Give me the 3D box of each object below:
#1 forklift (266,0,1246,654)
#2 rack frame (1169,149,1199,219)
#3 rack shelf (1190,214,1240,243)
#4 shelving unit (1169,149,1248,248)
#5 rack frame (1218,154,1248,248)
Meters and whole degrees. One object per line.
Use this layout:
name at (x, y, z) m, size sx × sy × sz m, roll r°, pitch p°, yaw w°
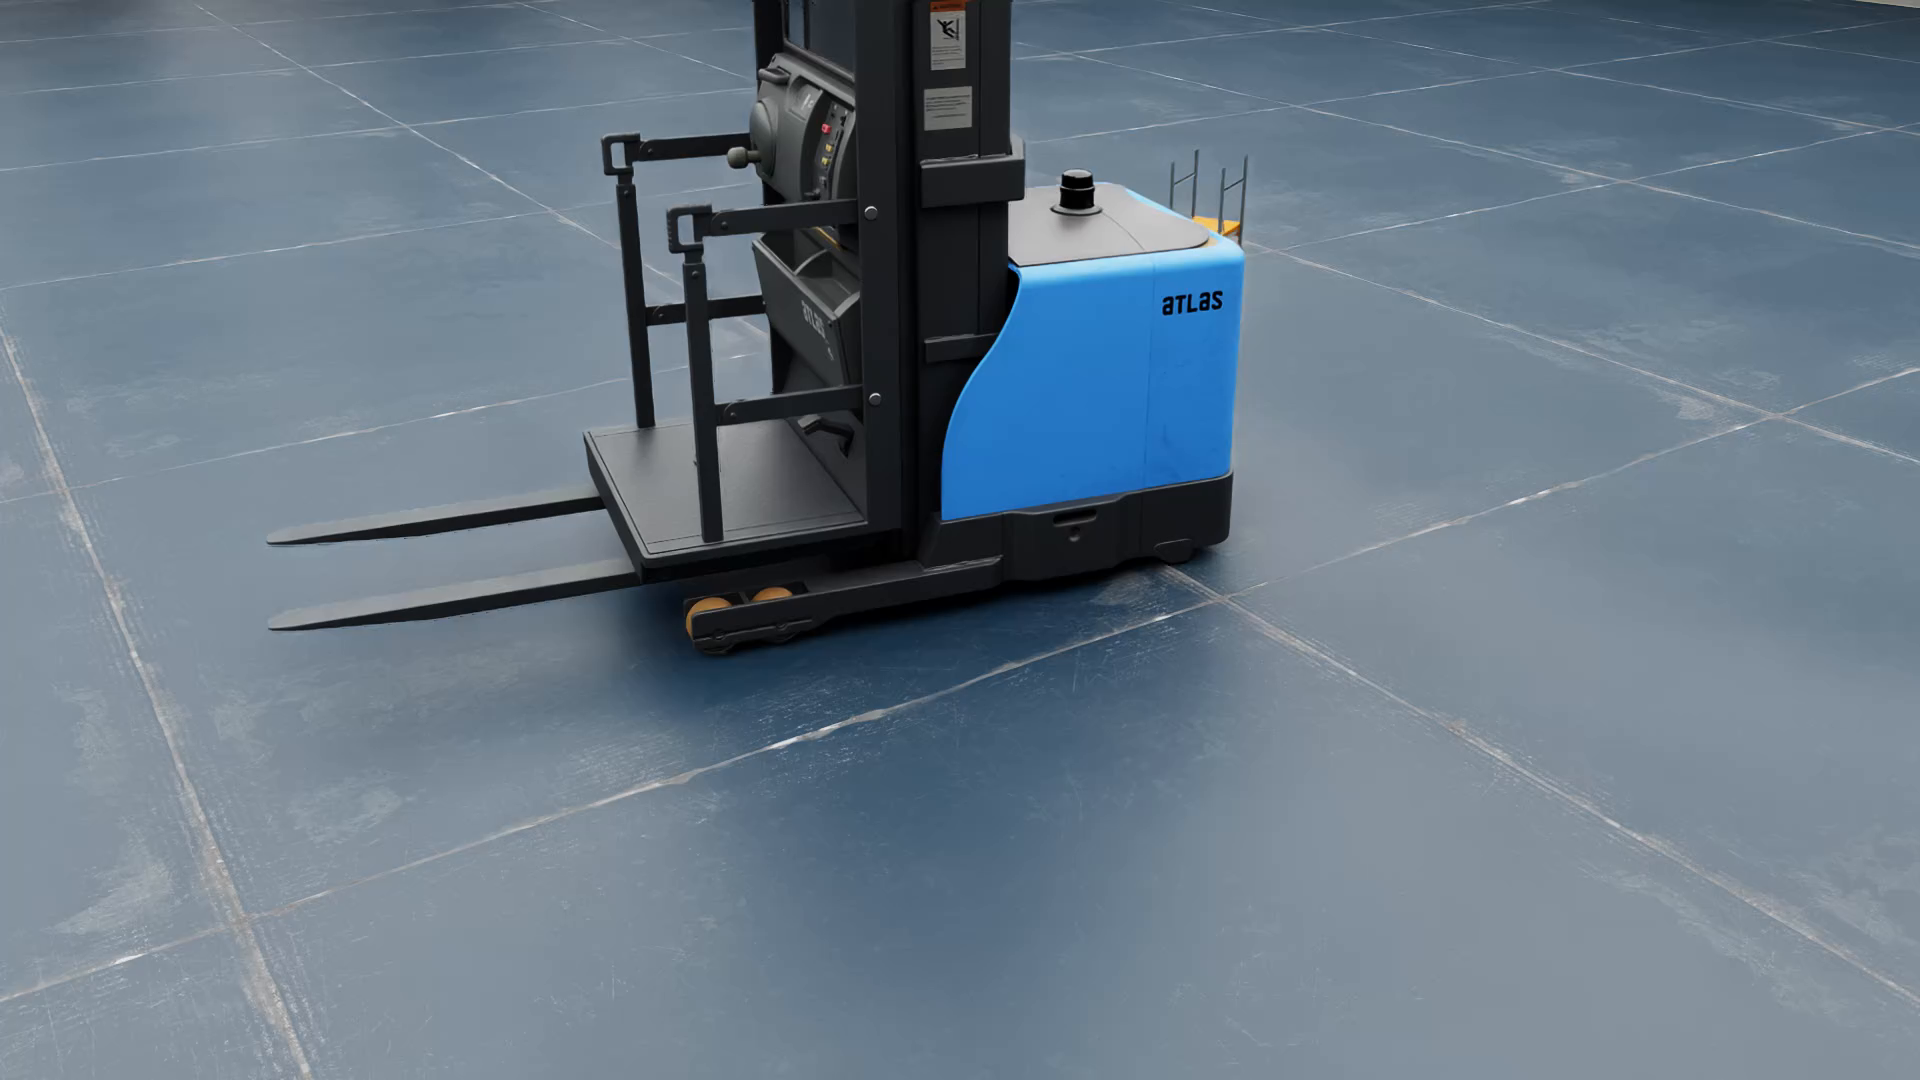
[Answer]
forklift at (-0.659, -1.237, 4.936) m, size 3.031 × 2.935 × 1.130 m, roll -9°, pitch 27°, yaw -19°
rack frame at (0.781, -0.790, 6.016) m, size 0.006 × 1.200 × 0.240 m, roll 13°, pitch 29°, yaw 26°
rack shelf at (0.861, -1.056, 5.840) m, size 0.180 × 0.103 × 0.258 m, roll 13°, pitch 29°, yaw 26°
shelving unit at (0.861, -0.771, 5.976) m, size 0.189 × 1.200 × 0.258 m, roll 13°, pitch 29°, yaw 26°
rack frame at (0.941, -0.752, 5.936) m, size 0.006 × 1.200 × 0.240 m, roll 13°, pitch 29°, yaw 26°
